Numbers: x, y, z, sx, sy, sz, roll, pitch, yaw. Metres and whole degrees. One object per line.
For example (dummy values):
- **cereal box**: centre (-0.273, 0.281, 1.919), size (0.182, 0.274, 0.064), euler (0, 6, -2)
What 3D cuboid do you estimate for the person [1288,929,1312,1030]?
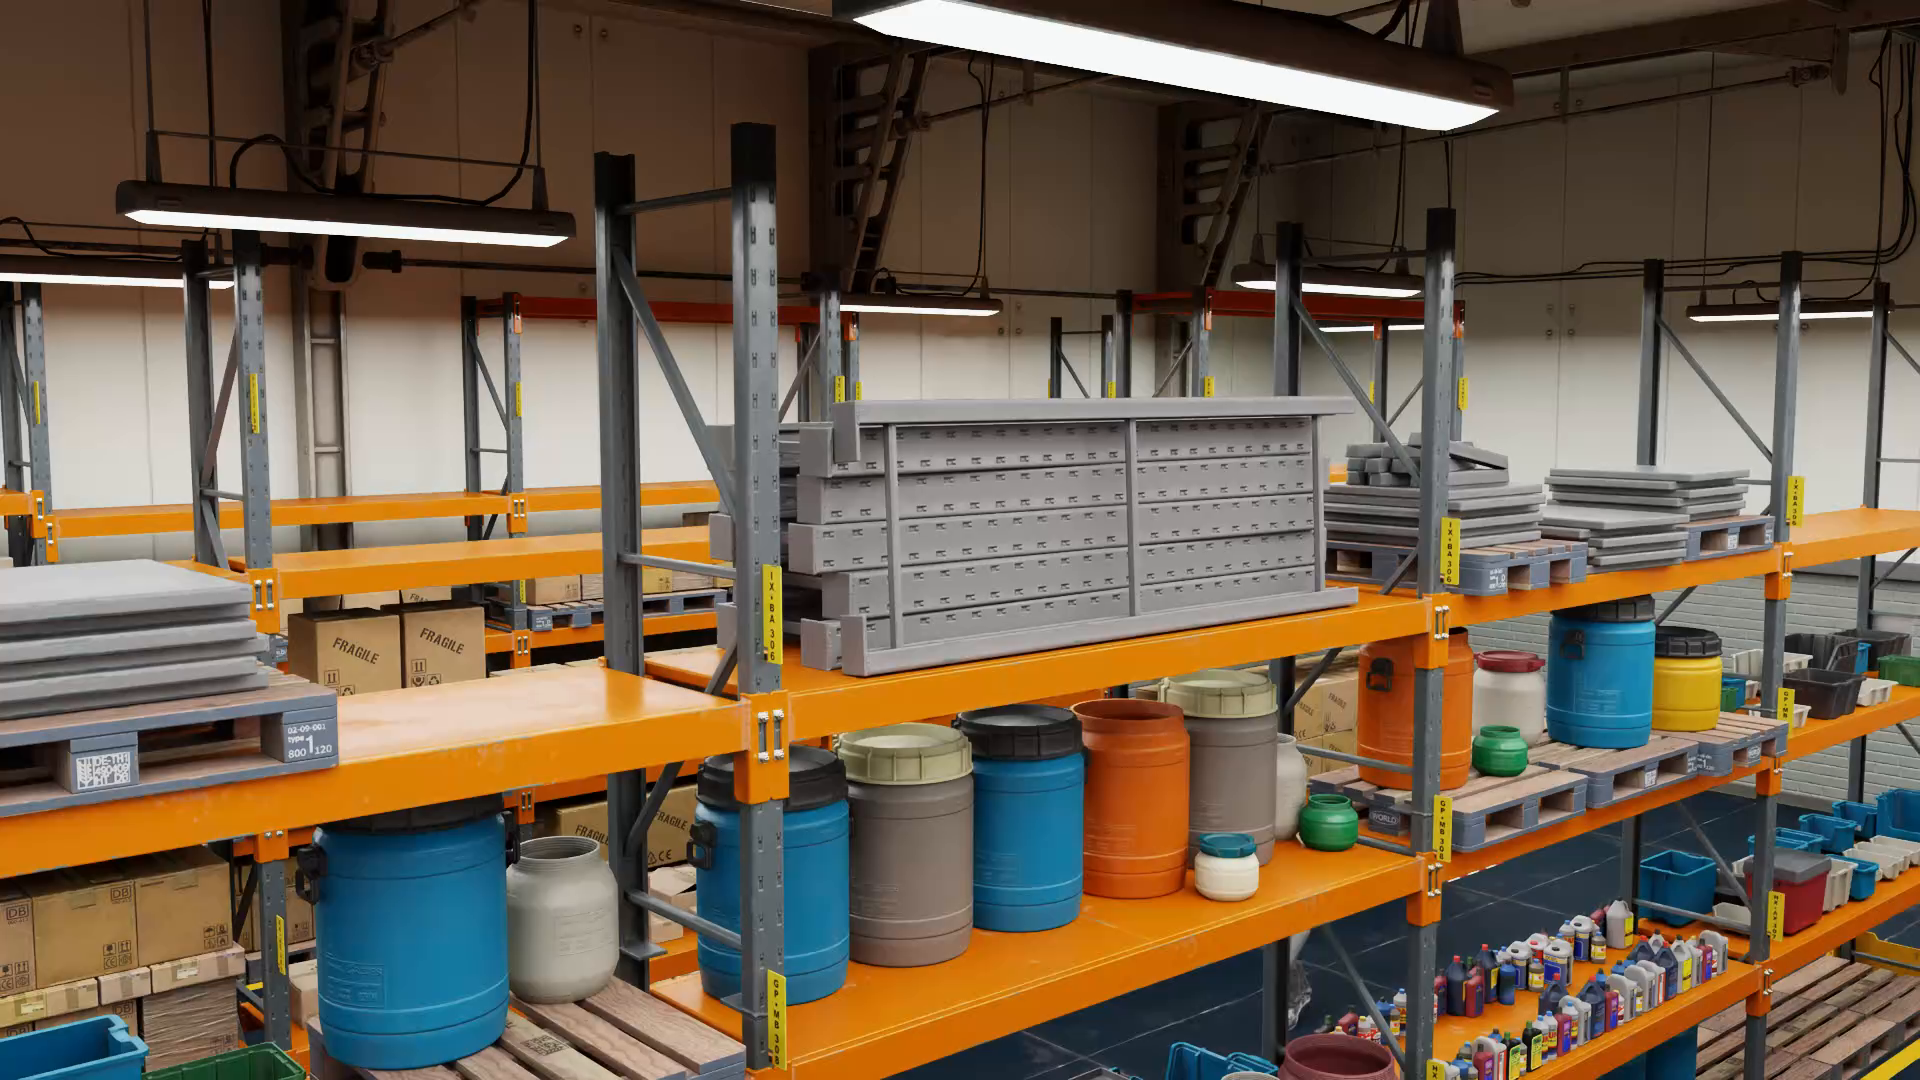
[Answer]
- **person**: centre (2.677, 3.105, 13.411), size (0.514, 1.631, 0.653), euler (5, 8, 44)
